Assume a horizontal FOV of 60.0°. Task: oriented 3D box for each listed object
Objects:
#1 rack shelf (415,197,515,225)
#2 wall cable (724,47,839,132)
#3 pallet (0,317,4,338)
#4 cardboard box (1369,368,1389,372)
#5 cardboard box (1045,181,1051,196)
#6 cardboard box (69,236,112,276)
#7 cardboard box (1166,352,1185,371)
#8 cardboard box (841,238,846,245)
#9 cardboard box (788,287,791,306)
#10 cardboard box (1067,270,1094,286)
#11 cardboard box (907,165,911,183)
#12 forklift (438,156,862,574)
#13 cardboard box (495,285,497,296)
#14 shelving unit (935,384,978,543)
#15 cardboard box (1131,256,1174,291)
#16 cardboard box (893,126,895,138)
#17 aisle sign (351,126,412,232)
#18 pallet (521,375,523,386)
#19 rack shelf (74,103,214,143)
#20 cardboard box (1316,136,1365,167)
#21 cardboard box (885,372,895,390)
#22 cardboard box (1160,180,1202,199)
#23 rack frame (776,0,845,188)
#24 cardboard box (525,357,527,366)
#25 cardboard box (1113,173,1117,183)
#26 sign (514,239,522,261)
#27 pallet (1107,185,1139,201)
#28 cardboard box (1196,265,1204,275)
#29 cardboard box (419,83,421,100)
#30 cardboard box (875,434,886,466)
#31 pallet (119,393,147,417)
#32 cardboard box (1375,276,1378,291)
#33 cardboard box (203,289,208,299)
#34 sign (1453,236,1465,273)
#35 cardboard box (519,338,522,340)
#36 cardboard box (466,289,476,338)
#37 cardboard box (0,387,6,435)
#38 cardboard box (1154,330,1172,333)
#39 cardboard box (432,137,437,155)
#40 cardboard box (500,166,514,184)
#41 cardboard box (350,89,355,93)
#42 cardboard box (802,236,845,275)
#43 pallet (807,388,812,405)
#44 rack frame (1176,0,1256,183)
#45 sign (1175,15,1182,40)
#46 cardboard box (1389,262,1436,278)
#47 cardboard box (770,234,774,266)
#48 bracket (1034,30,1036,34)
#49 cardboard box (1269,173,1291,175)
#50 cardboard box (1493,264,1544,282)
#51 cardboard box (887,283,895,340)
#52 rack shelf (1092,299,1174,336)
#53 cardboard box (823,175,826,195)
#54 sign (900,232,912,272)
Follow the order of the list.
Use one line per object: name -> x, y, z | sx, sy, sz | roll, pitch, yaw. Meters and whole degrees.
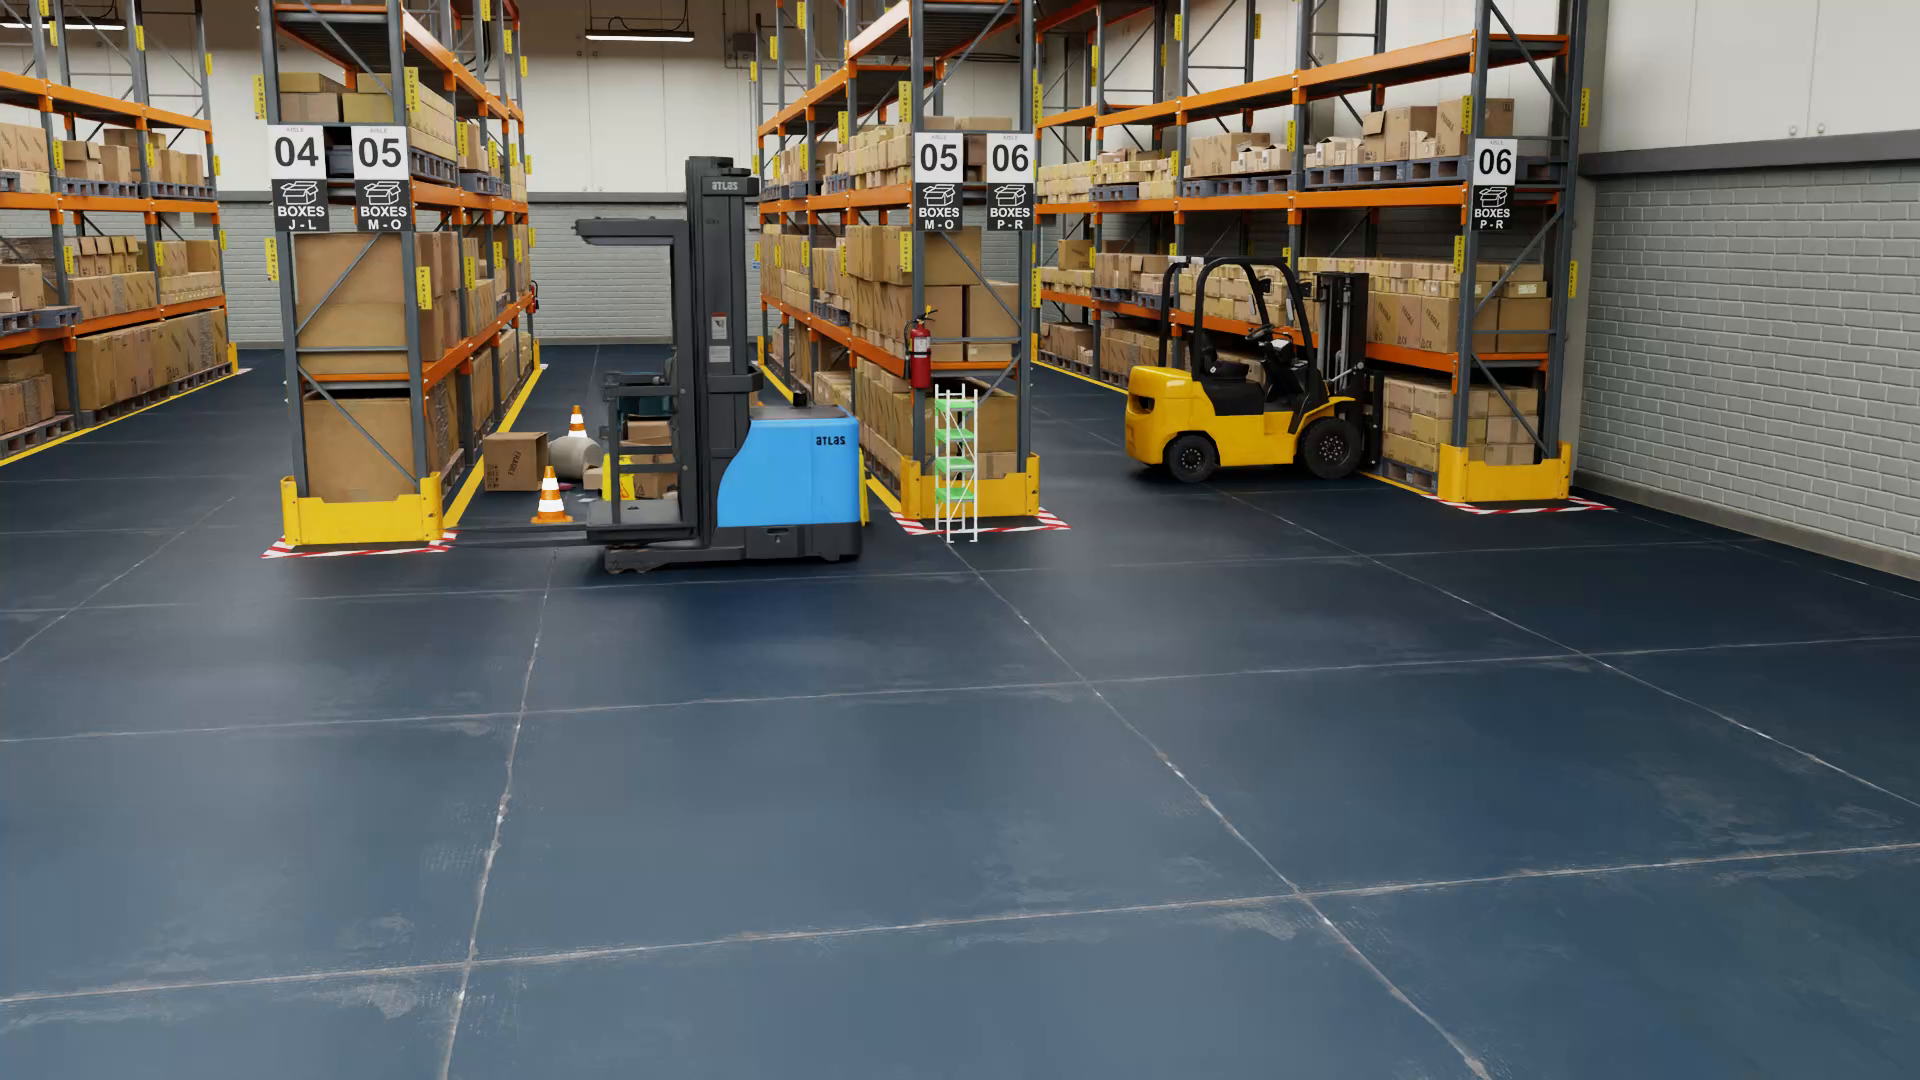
rack shelf -> -6.681, -4.441, 22.408 | 1.077, 0.370, 4.000 | -2, 11, -11
wall cable -> -3.656, -8.627, 34.453 | 2.355, 3.000, 0.029 | -2, 11, -11
pallet -> -10.405, -2.110, 16.771 | 1.003, 0.211, 1.213 | -2, 11, -11
cardboard box -> 4.174, -1.662, 17.461 | 0.500, 0.250, 0.500 | -2, 11, -9
cardboard box -> 1.794, -6.163, 29.138 | 0.500, 0.250, 0.500 | -2, 11, -10
cardboard box -> -11.564, -3.711, 21.721 | 0.797, 0.503, 0.637 | -2, 11, -9
cardboard box -> 3.119, -2.382, 23.250 | 0.500, 0.500, 0.500 | -2, 11, -9
cardboard box -> -1.136, -3.341, 18.809 | 0.380, 0.149, 0.250 | -2, 11, -13
cardboard box -> -2.221, -3.533, 24.136 | 0.500, 0.250, 0.500 | -2, 11, -11
cardboard box -> 2.100, -4.408, 27.936 | 0.500, 0.250, 0.500 | -2, 11, -11
cardboard box -> -0.244, -3.091, 14.061 | 0.380, 0.149, 0.250 | -2, 11, -11
forklift -> -2.295, -1.306, 12.218 | 3.031, 2.935, 1.130 | -2, 11, -11
cardboard box -> -6.394, -3.323, 22.182 | 0.380, 0.149, 0.250 | -2, 11, -9
shelving unit -> -0.032, -0.620, 13.244 | 0.258, 1.200, 0.503 | -2, 11, -11
cardboard box -> 2.913, -3.883, 24.177 | 0.797, 0.503, 0.637 | -2, 11, -12
cardboard box -> -0.400, -3.716, 15.213 | 0.380, 0.149, 0.250 | -2, 11, -13
aisle sign -> -4.428, -2.762, 12.731 | 0.394, 0.787, 0.004 | -2, 11, -11
pallet -> -7.235, -2.440, 25.449 | 1.003, 0.211, 1.213 | -2, 11, -11
rack shelf -> -12.344, -6.290, 25.169 | 1.077, 0.370, 4.000 | -2, 11, -11
cardboard box -> 4.113, -4.124, 17.665 | 0.500, 0.311, 0.500 | -2, 11, -10
cardboard box -> -0.495, -1.476, 15.421 | 0.380, 0.149, 0.250 | -2, 11, -10
cardboard box -> 3.074, -4.819, 22.870 | 0.500, 0.250, 0.500 | -2, 11, -13
rack frame -> -2.234, -6.833, 25.030 | 1.000, 3.000, 0.127 | -2, 11, -11
cardboard box -> -7.219, -2.903, 26.926 | 0.380, 0.149, 0.250 | -2, 11, -10
cardboard box -> 2.503, -5.416, 24.890 | 0.380, 0.149, 0.250 | -2, 11, -12
sign -> -6.526, -4.277, 24.549 | 0.100, 0.325, 0.005 | -2, 11, -11
pallet -> 2.897, -5.136, 24.640 | 1.213, 0.211, 1.003 | -2, 11, -11
cardboard box -> 3.314, -3.537, 21.756 | 0.380, 0.149, 0.250 | -2, 11, -9
cardboard box -> -4.586, -3.650, 13.475 | 0.380, 0.149, 0.250 | -2, 11, -12
cardboard box -> -0.521, -0.870, 15.977 | 0.500, 0.250, 0.500 | -3, 11, -13
pallet -> -11.490, -1.793, 22.051 | 1.003, 0.211, 1.213 | -2, 11, -11
cardboard box -> 4.392, -2.571, 16.680 | 0.380, 0.149, 0.250 | -2, 11, -11
cardboard box -> -12.140, -3.895, 26.312 | 0.380, 0.149, 0.250 | -2, 11, -12
sign -> 4.433, -2.534, 14.759 | 0.100, 0.325, 0.005 | -2, 11, -11
cardboard box -> -7.212, -3.144, 26.602 | 0.380, 0.149, 0.250 | -2, 11, -11
cardboard box -> -5.352, -2.376, 17.388 | 0.500, 0.500, 0.500 | -2, 11, -10
cardboard box -> -10.680, -1.351, 17.780 | 0.700, 0.500, 0.500 | -3, 11, -16
cardboard box -> 3.177, -3.116, 25.375 | 0.380, 0.149, 0.250 | -2, 11, -9
cardboard box -> -4.784, -3.445, 14.532 | 0.380, 0.149, 0.250 | -2, 11, -10
cardboard box -> -6.928, -5.430, 24.744 | 0.500, 0.250, 0.500 | -2, 11, -9
cardboard box -> -5.431, -3.813, 14.334 | 0.380, 0.149, 0.250 | -2, 11, -11
cardboard box -> -1.813, -3.778, 22.082 | 0.500, 0.500, 0.500 | -2, 11, -13
pallet -> -1.535, -1.930, 22.772 | 1.003, 0.211, 1.213 | -2, 11, -11
rack frame -> 3.412, -6.281, 22.128 | 1.000, 3.000, 0.127 | -2, 11, -11
sign -> 2.882, -6.757, 21.920 | 0.100, 0.325, 0.005 | -2, 11, -11
cardboard box -> 4.401, -2.622, 16.150 | 0.380, 0.149, 0.250 | -2, 11, -10
cardboard box -> -2.795, -4.689, 26.869 | 0.500, 0.500, 0.500 | -2, 11, -10
bracket -> 1.244, -10.619, 35.295 | 0.076, 0.066, 5.218 | -2, 11, -11
cardboard box -> 3.901, -4.560, 20.344 | 0.380, 0.166, 0.250 | -2, 11, -11
cardboard box -> 5.112, -2.450, 15.247 | 0.380, 0.149, 0.250 | -2, 11, -12
cardboard box -> -0.369, -2.062, 14.944 | 0.500, 0.500, 0.500 | -2, 11, -11
rack shelf -> 3.023, -3.347, 24.683 | 1.077, 0.370, 4.000 | -2, 11, -11
cardboard box -> -1.512, -4.449, 20.887 | 0.396, 0.266, 0.258 | -2, 11, -11
sign -> -0.448, -2.393, 13.803 | 0.100, 0.325, 0.005 | -2, 11, -11
